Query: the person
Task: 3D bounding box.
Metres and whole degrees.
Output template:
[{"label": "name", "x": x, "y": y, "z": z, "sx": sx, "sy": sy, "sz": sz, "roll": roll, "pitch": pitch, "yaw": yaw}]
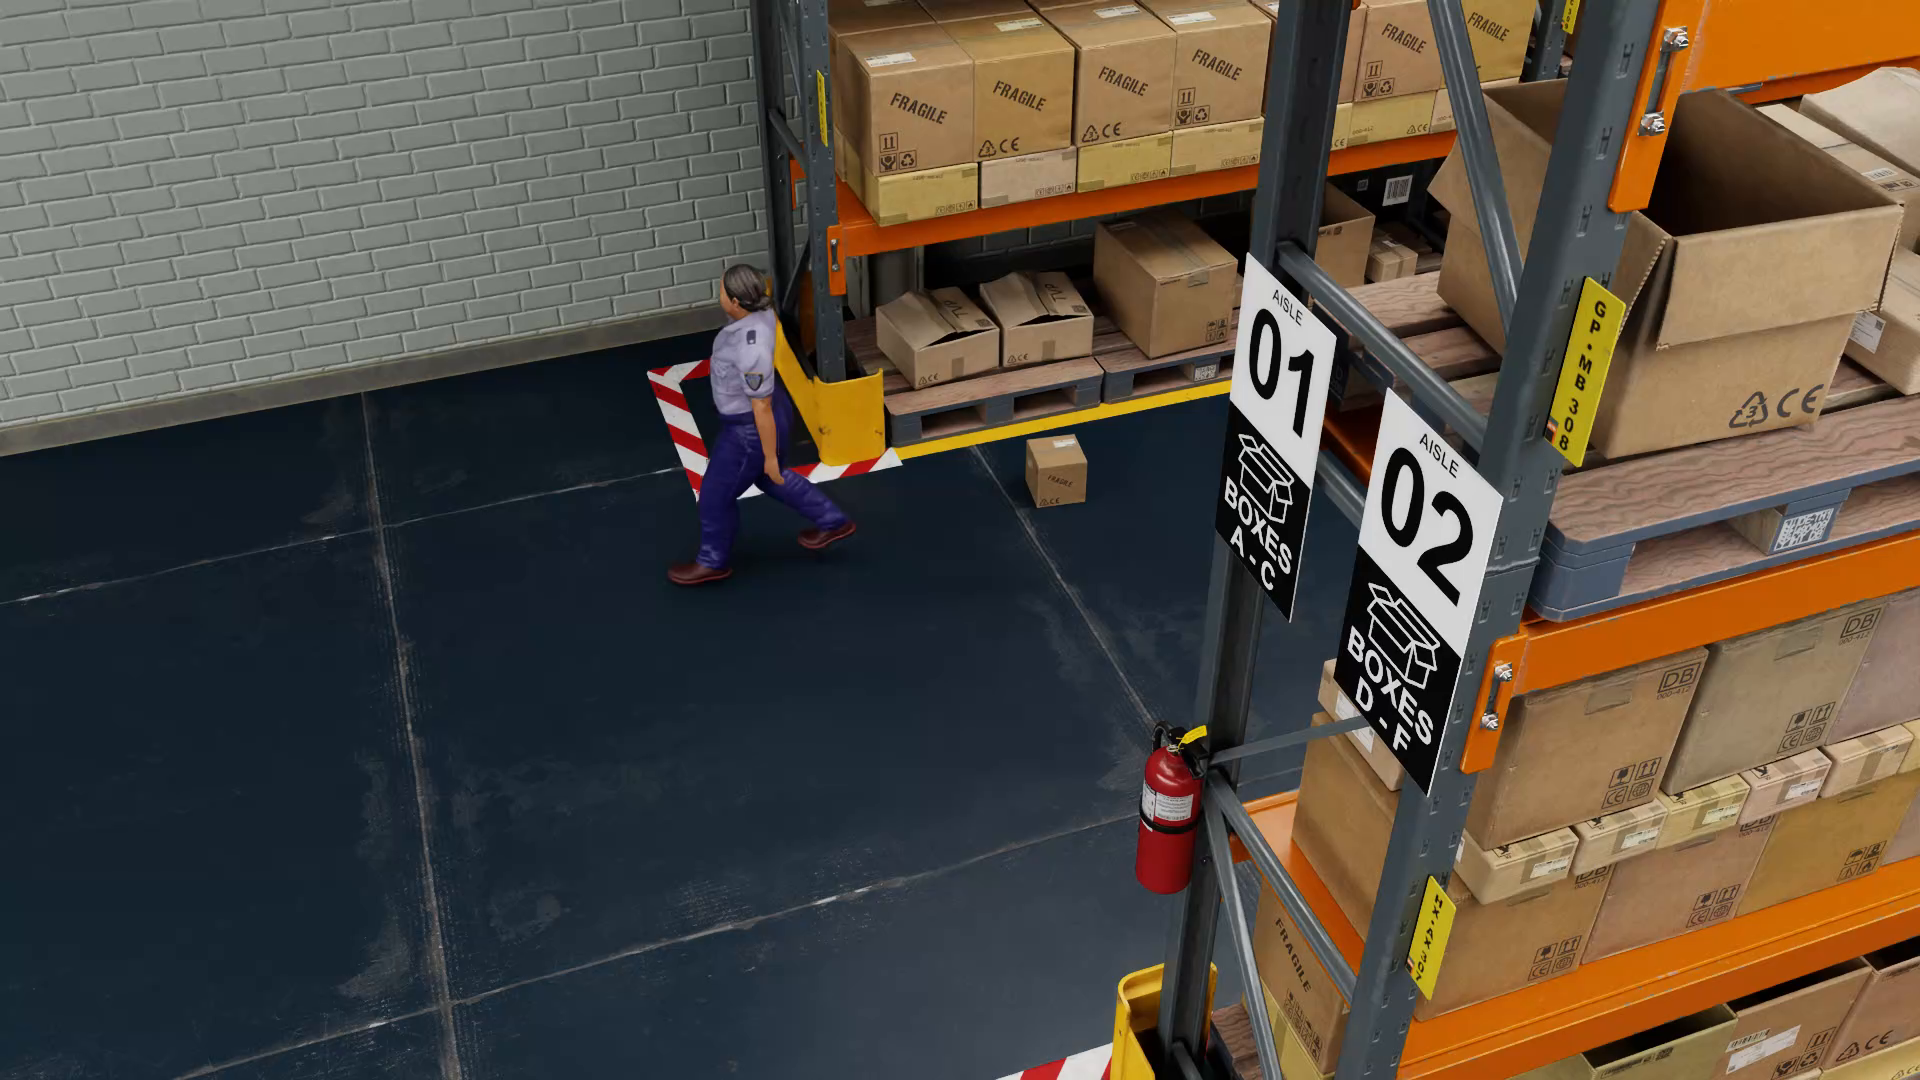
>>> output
[{"label": "person", "x": -0.935, "y": -0.519, "z": 7.448, "sx": 0.899, "sy": 1.605, "sz": 0.529, "roll": -1, "pitch": 38, "yaw": -2}]
